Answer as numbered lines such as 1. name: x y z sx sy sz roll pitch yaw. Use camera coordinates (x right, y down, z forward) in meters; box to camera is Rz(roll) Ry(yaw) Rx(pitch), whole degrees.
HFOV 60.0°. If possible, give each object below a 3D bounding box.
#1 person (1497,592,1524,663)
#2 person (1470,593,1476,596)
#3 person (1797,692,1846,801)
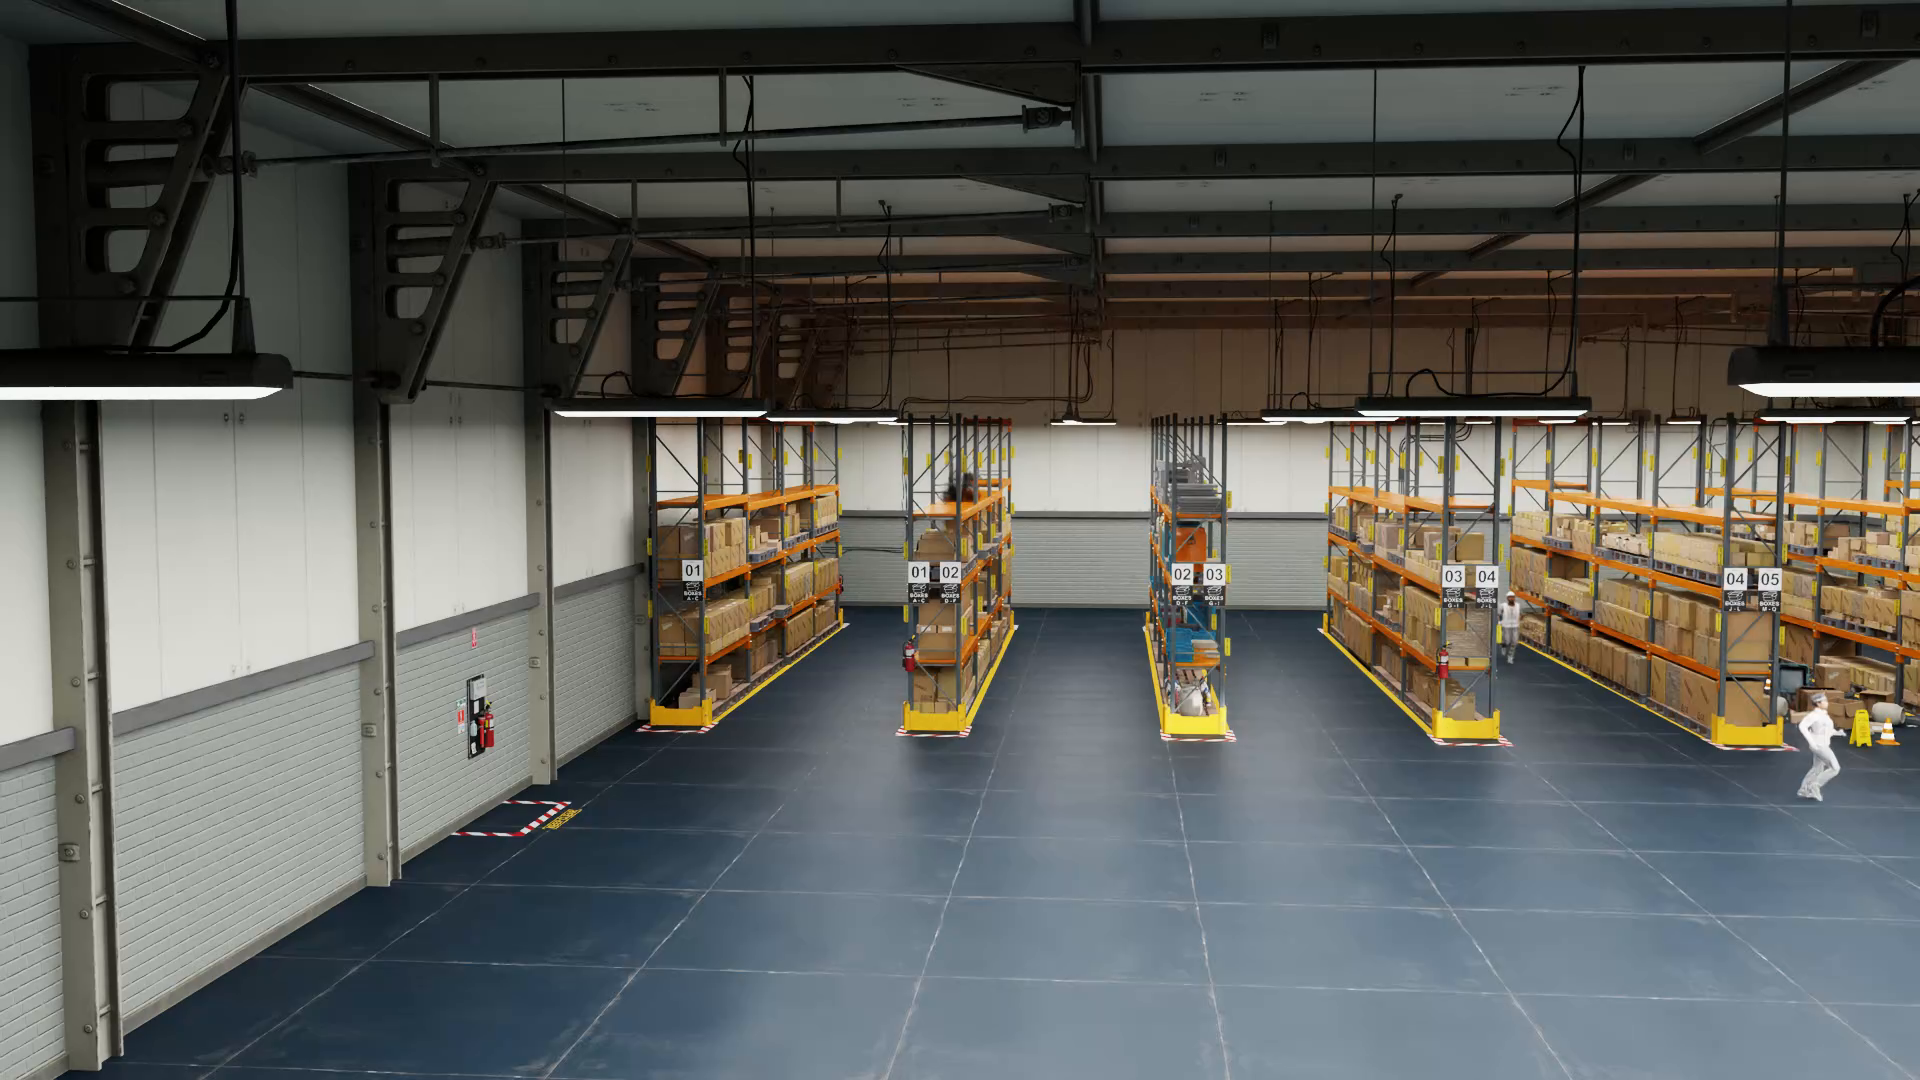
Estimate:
1. person: 13.455 2.129 40.665 0.690 1.739 0.599 0 4 5
2. person: 13.737 1.864 44.297 0.668 1.593 0.545 1 4 8
3. person: 13.202 3.161 25.466 0.647 1.667 0.582 3 5 36
